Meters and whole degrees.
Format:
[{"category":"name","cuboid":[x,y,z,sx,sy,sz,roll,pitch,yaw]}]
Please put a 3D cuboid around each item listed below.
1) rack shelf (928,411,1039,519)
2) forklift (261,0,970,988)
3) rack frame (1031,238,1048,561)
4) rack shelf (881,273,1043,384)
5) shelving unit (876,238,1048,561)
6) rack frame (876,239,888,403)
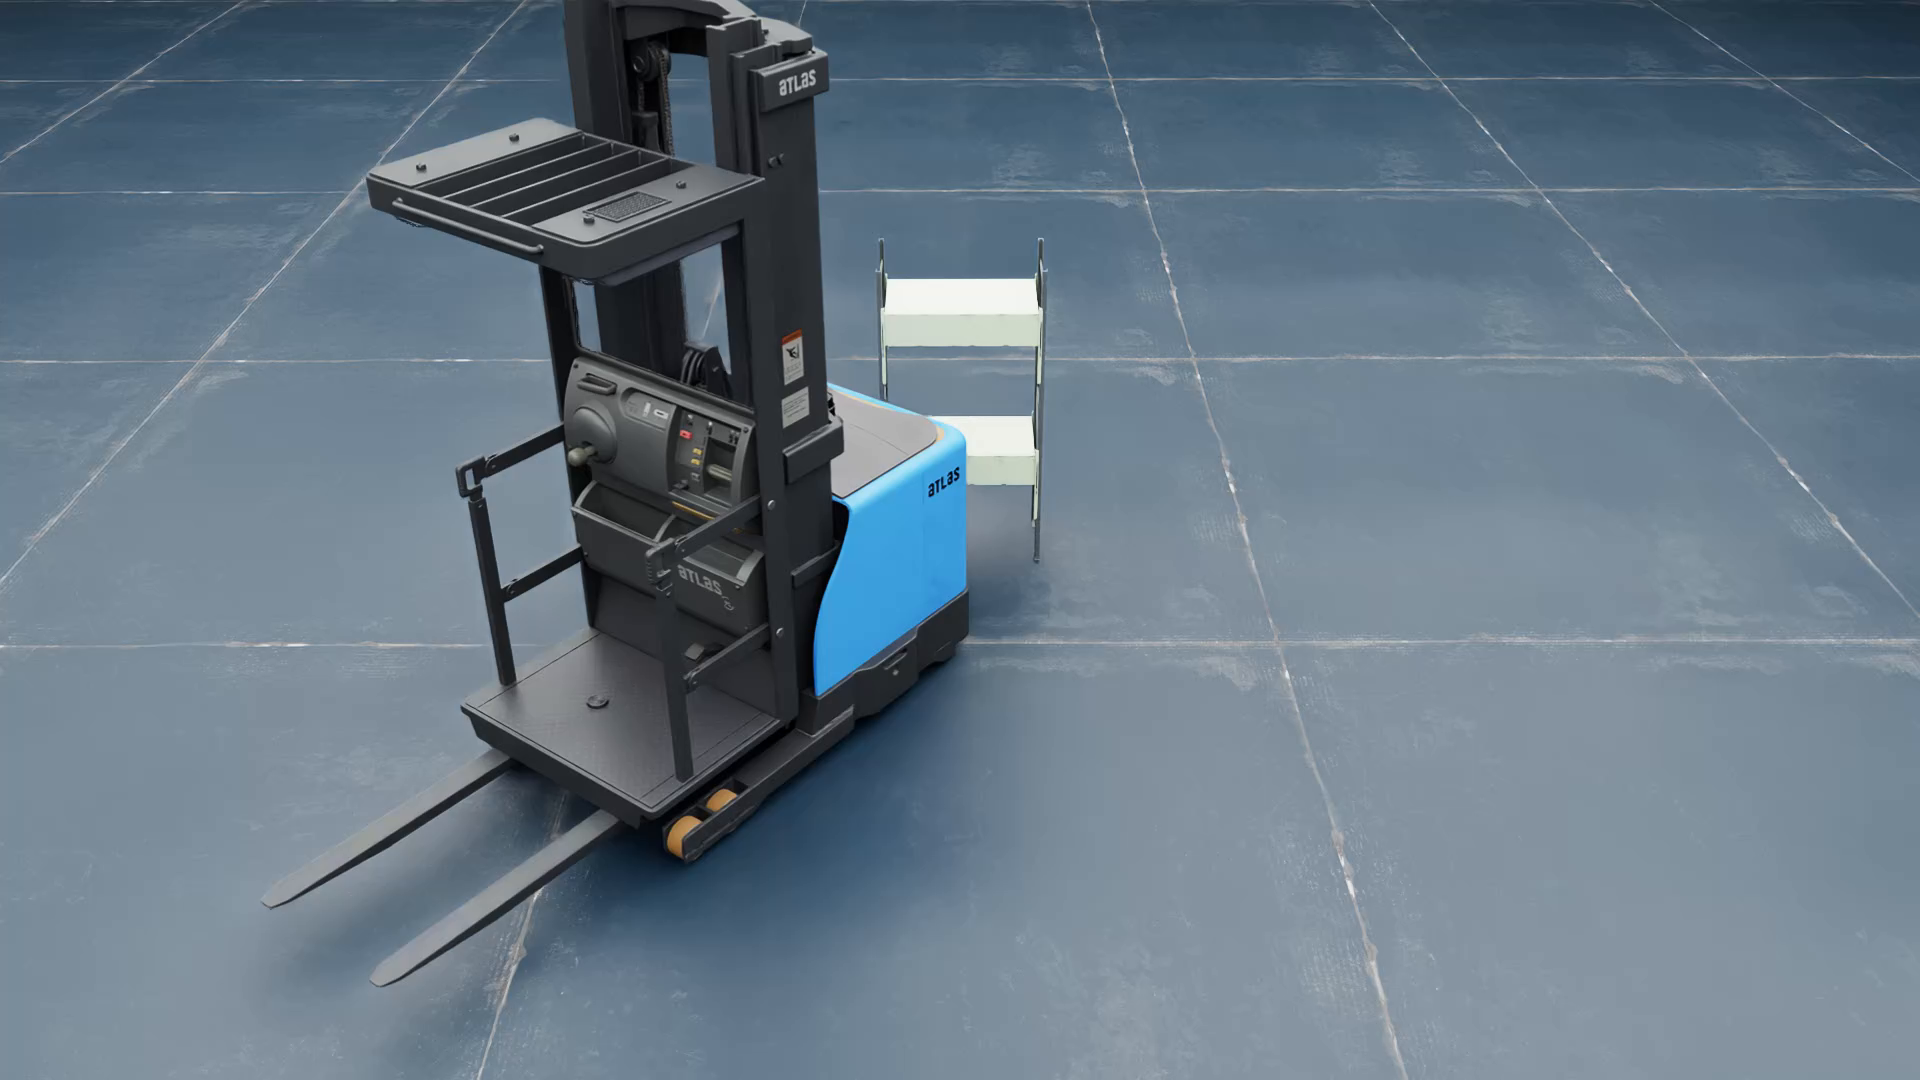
[{"category":"rack shelf","cuboid":[0.007,-0.363,8.030,0.720,0.370,0.431,0,31,0]},{"category":"forklift","cuboid":[-1.247,-0.335,5.977,1.130,2.935,3.031,21,37,31]},{"category":"rack frame","cuboid":[0.373,-0.642,7.863,0.023,1.500,0.400,0,31,0]},{"category":"rack shelf","cuboid":[0.007,-0.975,7.659,0.720,0.370,0.431,0,31,0]},{"category":"shelving unit","cuboid":[0.007,-0.641,7.861,0.755,1.500,0.431,0,31,0]},{"category":"rack frame","cuboid":[-0.359,-0.640,7.859,0.023,1.500,0.400,0,31,0]}]
